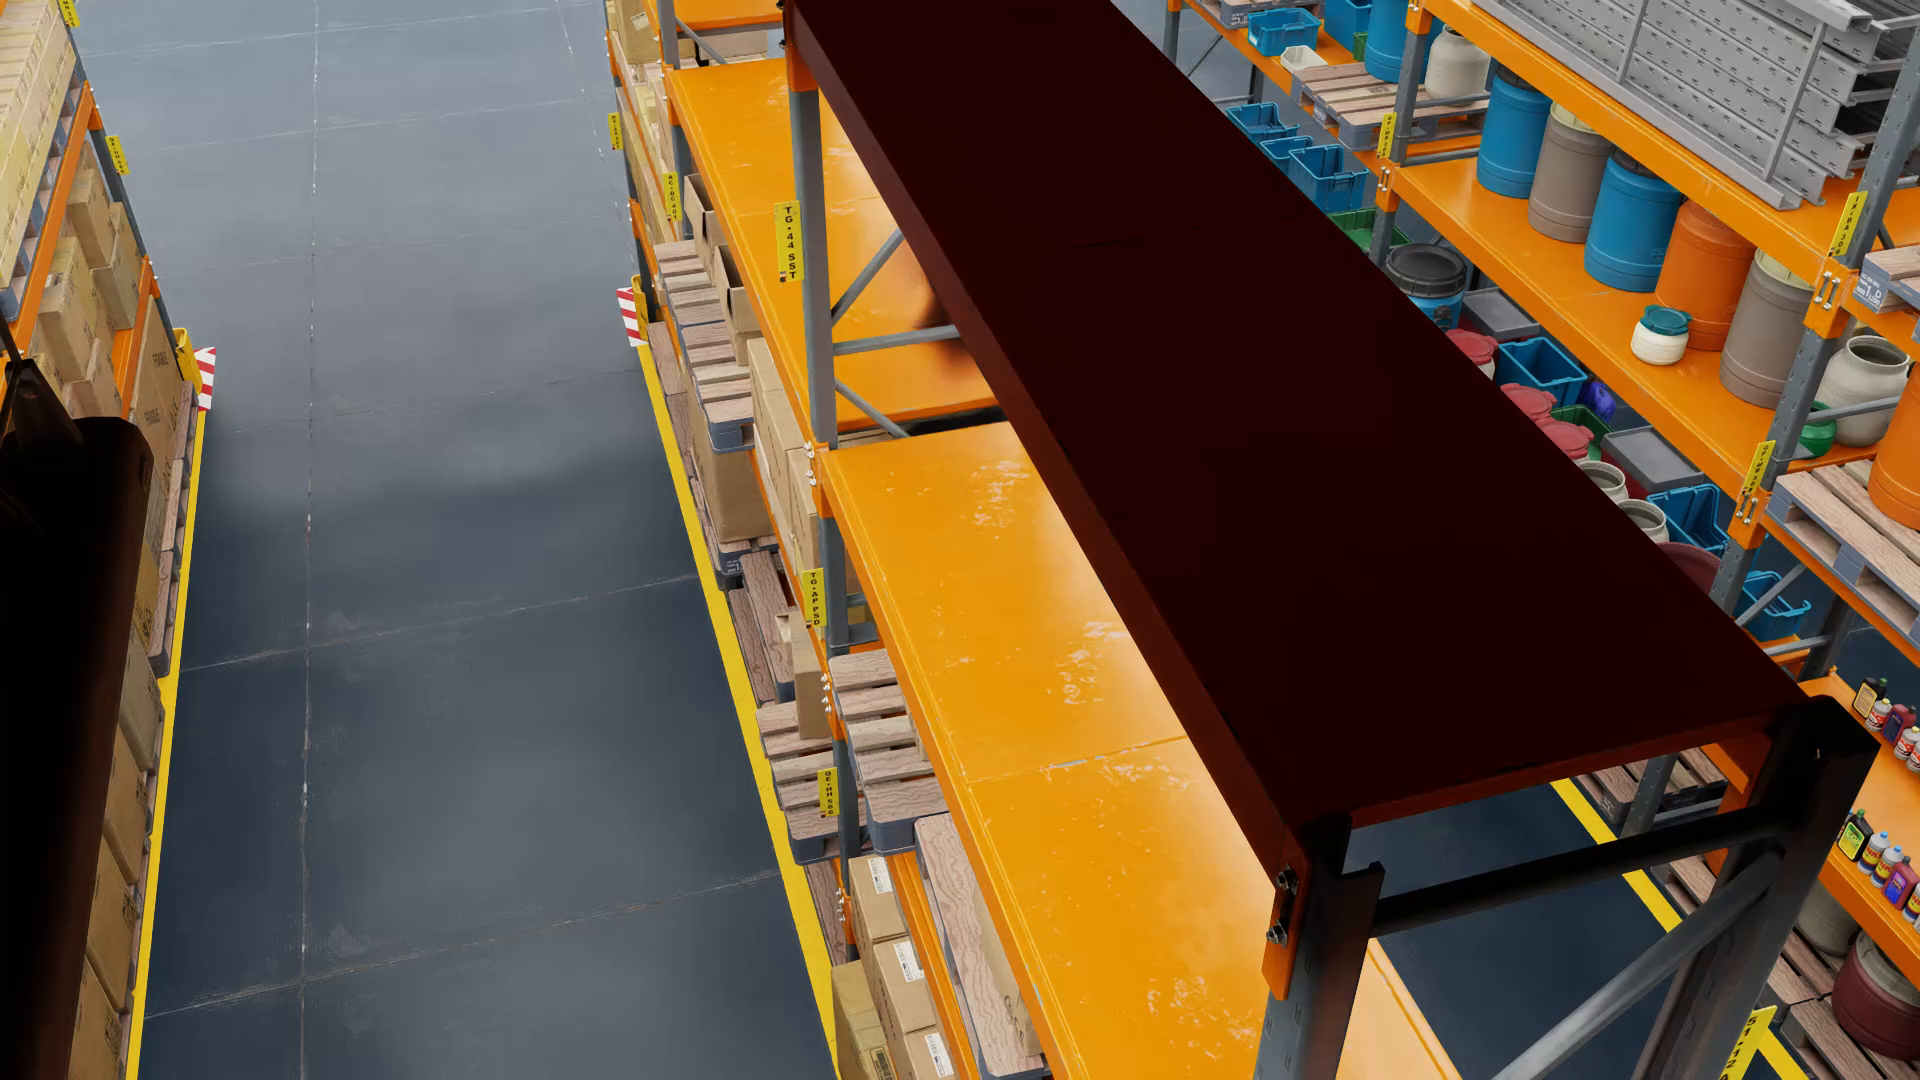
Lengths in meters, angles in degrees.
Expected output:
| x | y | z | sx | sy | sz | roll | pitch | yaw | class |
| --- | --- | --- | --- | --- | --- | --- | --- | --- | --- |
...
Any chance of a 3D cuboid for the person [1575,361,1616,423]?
| x | y | z | sx | sy | sz | roll | pitch | yaw | class |
| --- | --- | --- | --- | --- | --- | --- | --- | --- | --- |
| 4.573 | -0.623 | 12.304 | 0.572 | 1.648 | 0.658 | -21 | 43 | -24 | person |
